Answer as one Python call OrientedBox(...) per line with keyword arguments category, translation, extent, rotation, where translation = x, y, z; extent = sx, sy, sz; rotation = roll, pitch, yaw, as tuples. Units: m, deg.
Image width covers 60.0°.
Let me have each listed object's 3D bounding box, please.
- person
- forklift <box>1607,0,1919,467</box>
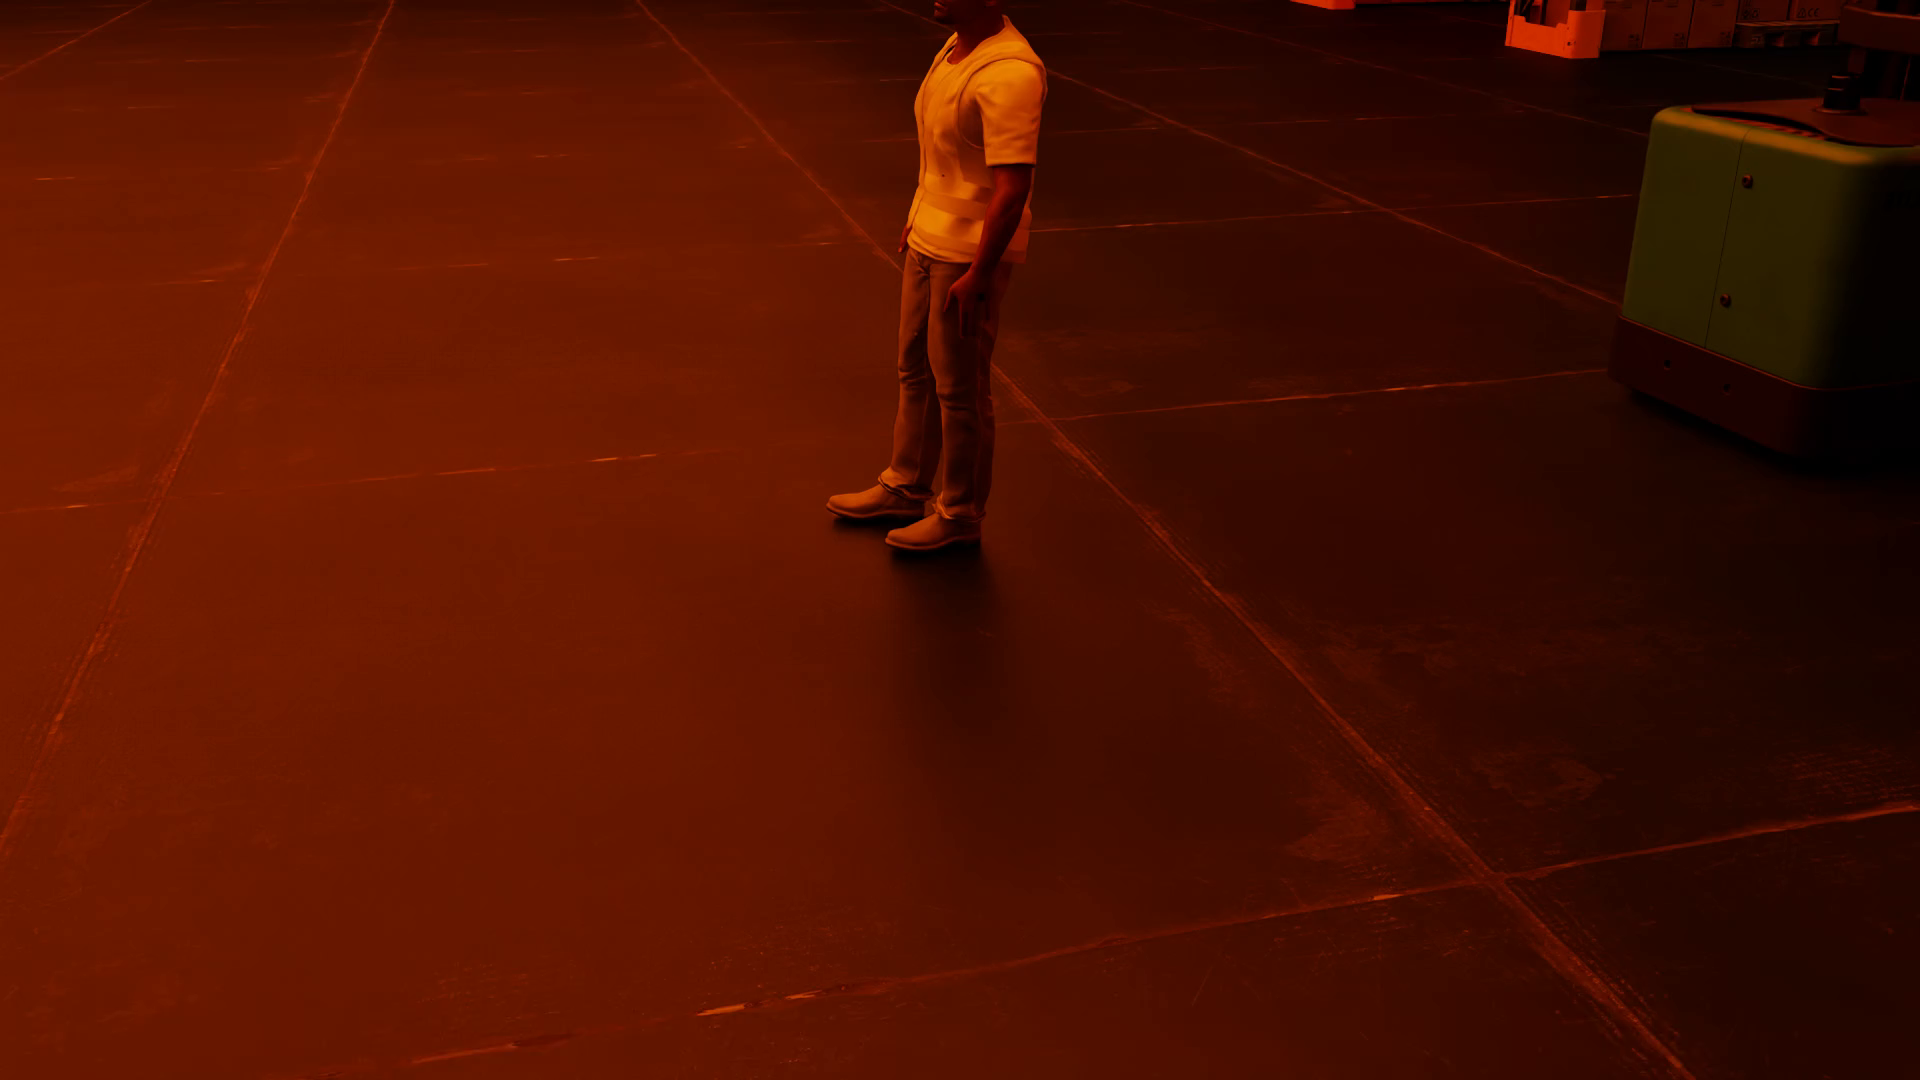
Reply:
OrientedBox(category="person", translation=(-0.069, -0.814, 4.692), extent=(0.575, 1.768, 0.665), rotation=(-6, 24, -14))
OrientedBox(category="forklift", translation=(4.042, -1.918, 5.817), extent=(3.031, 2.935, 1.130), rotation=(-7, 24, -17))
